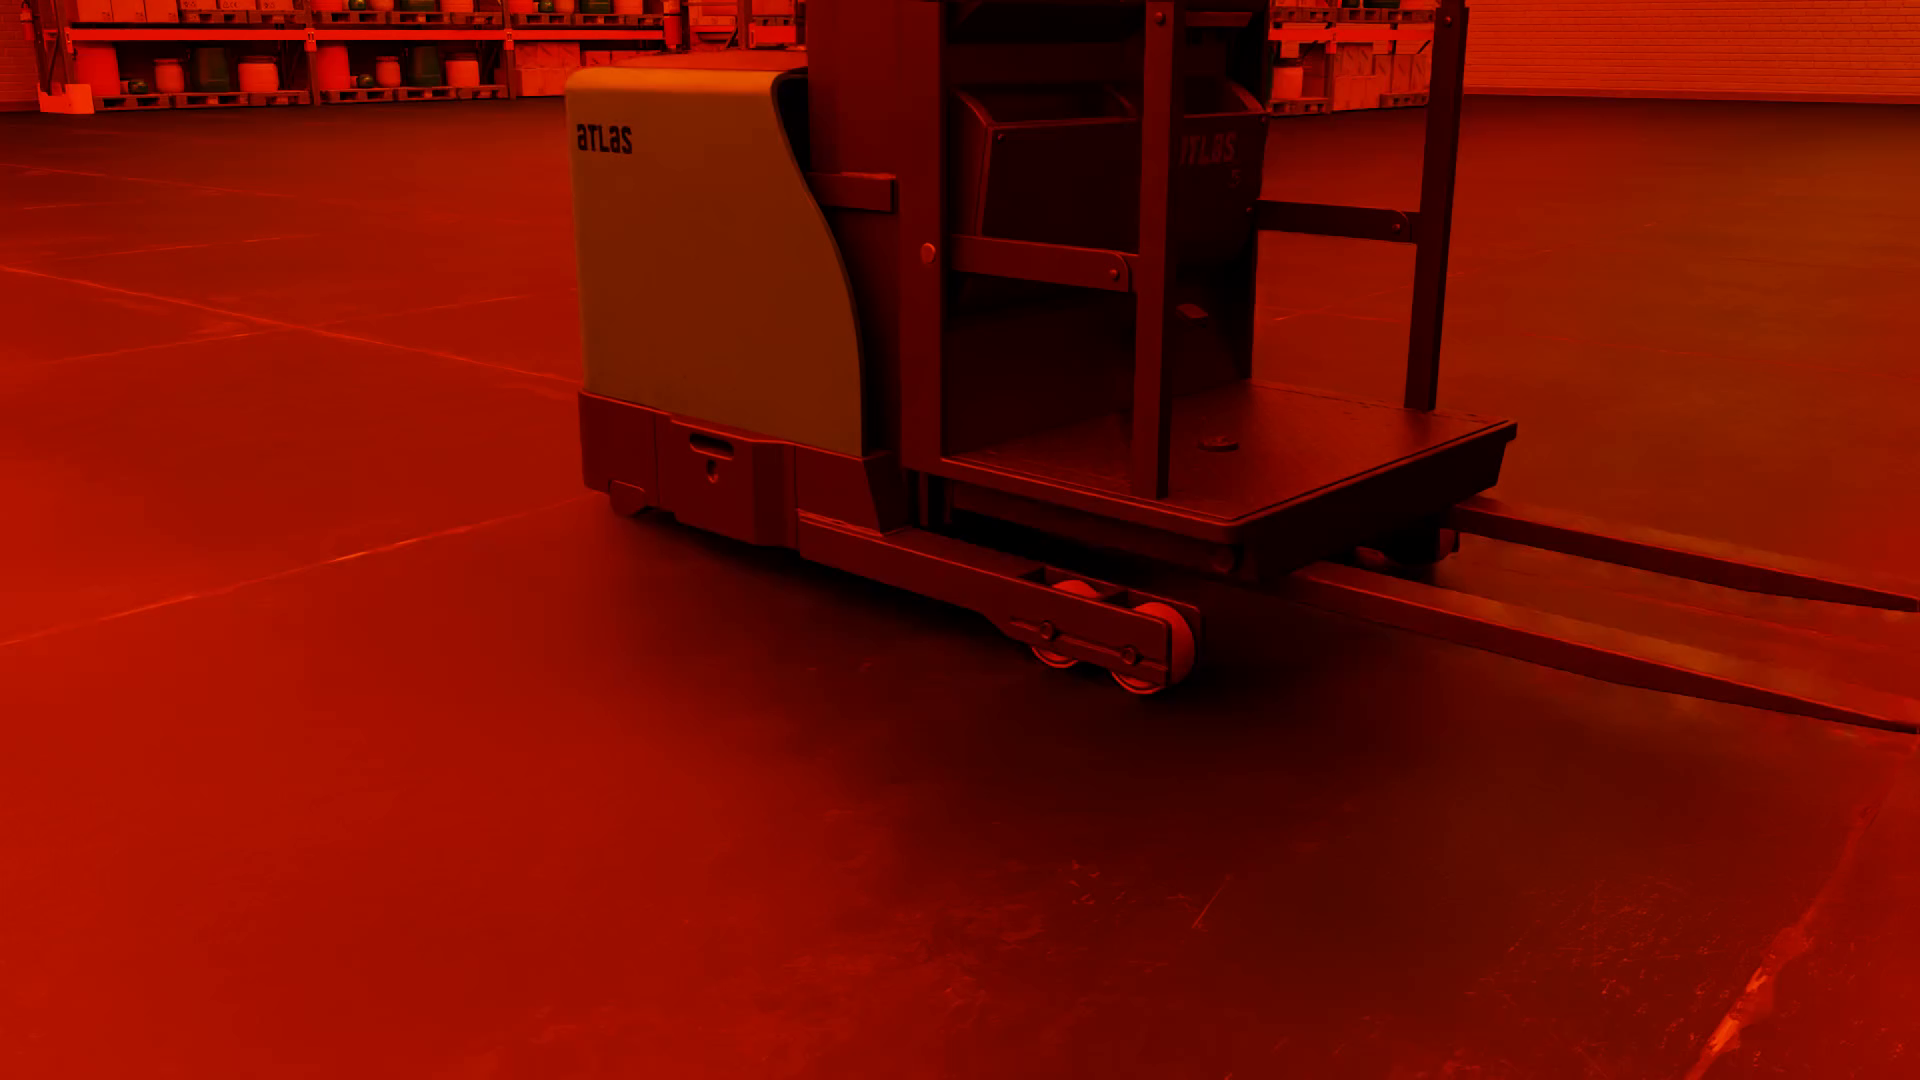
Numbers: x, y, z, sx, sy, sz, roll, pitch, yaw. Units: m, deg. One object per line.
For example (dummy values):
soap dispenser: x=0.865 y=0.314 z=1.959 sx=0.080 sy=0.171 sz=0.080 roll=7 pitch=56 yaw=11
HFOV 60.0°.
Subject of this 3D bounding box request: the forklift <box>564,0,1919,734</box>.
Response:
forklift: x=0.478 y=-1.293 z=3.154 sx=3.031 sy=2.935 sz=1.130 roll=15 pitch=22 yaw=41
